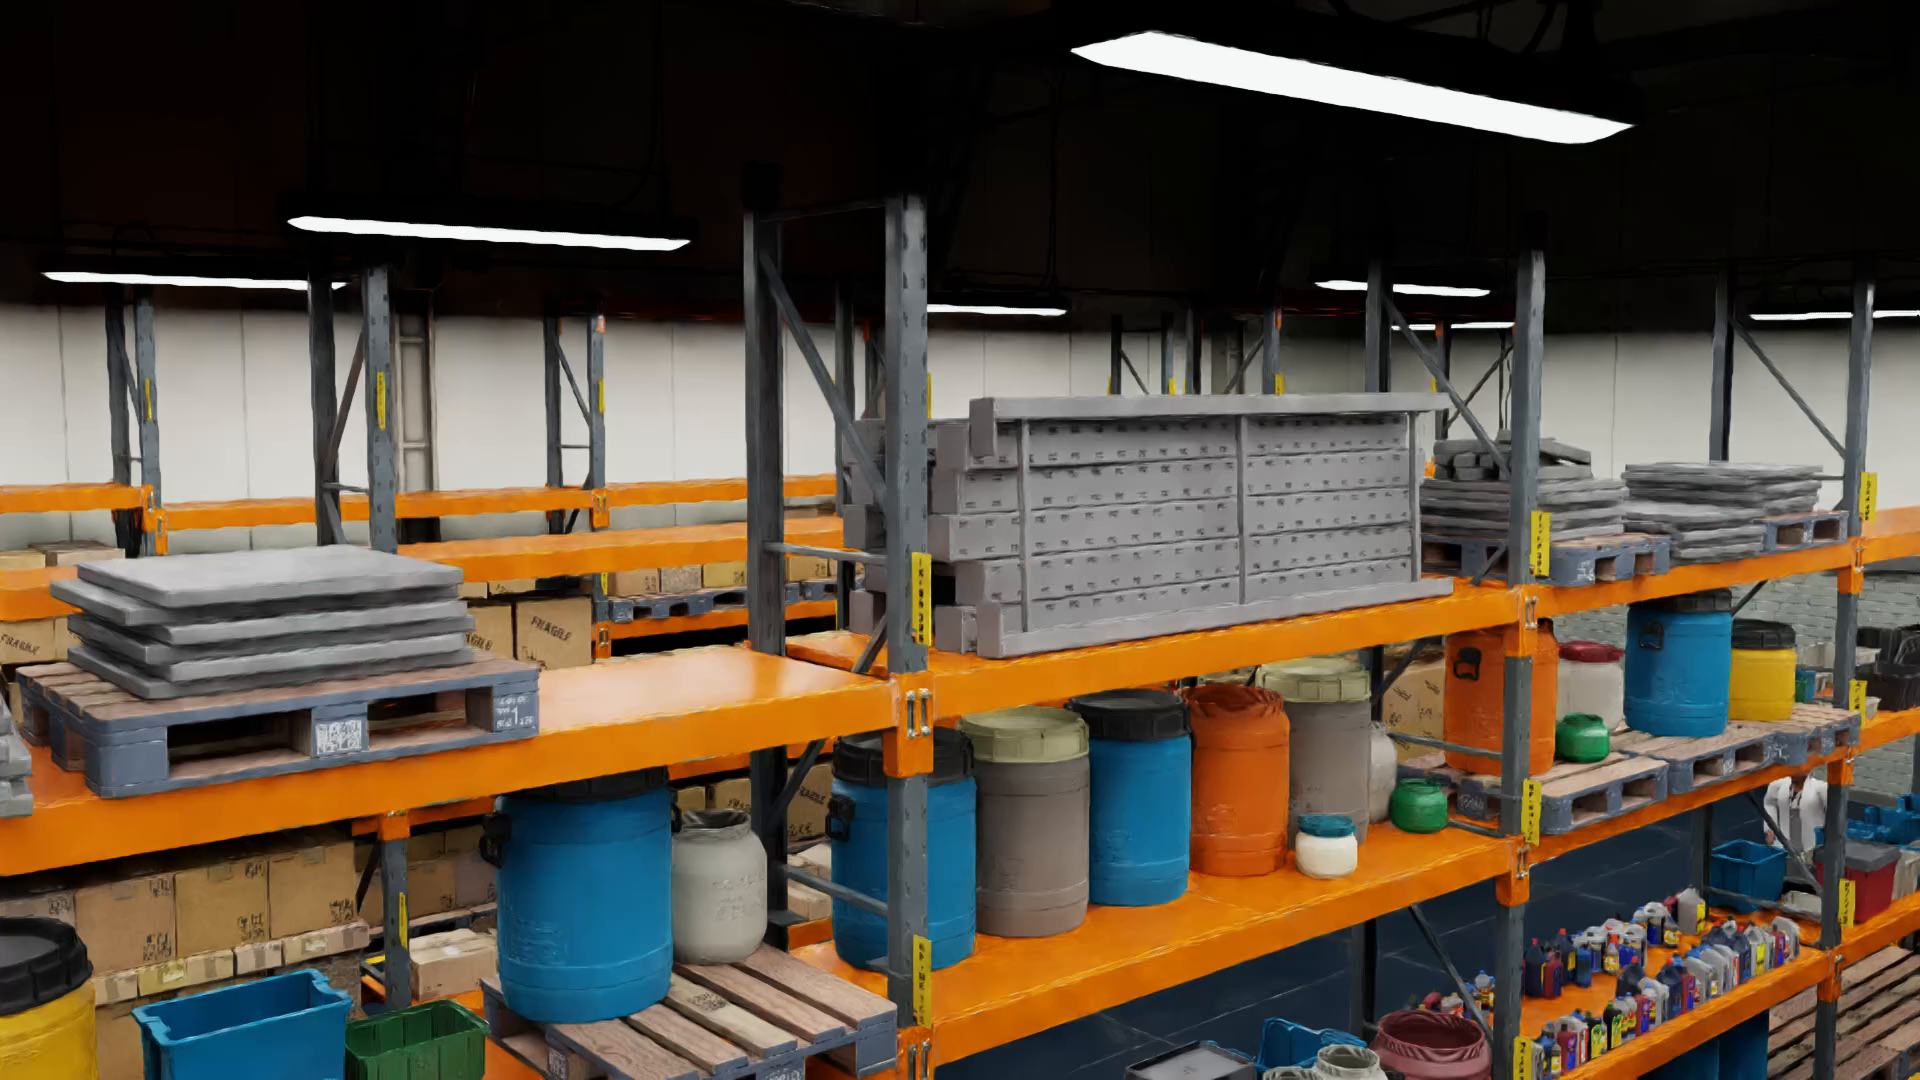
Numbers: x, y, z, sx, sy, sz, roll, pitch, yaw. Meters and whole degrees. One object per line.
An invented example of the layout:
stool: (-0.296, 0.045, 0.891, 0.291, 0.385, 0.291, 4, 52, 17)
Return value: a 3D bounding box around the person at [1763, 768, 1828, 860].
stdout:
person: (7.827, 2.820, 15.484, 0.546, 1.734, 0.724, -5, 7, -40)
